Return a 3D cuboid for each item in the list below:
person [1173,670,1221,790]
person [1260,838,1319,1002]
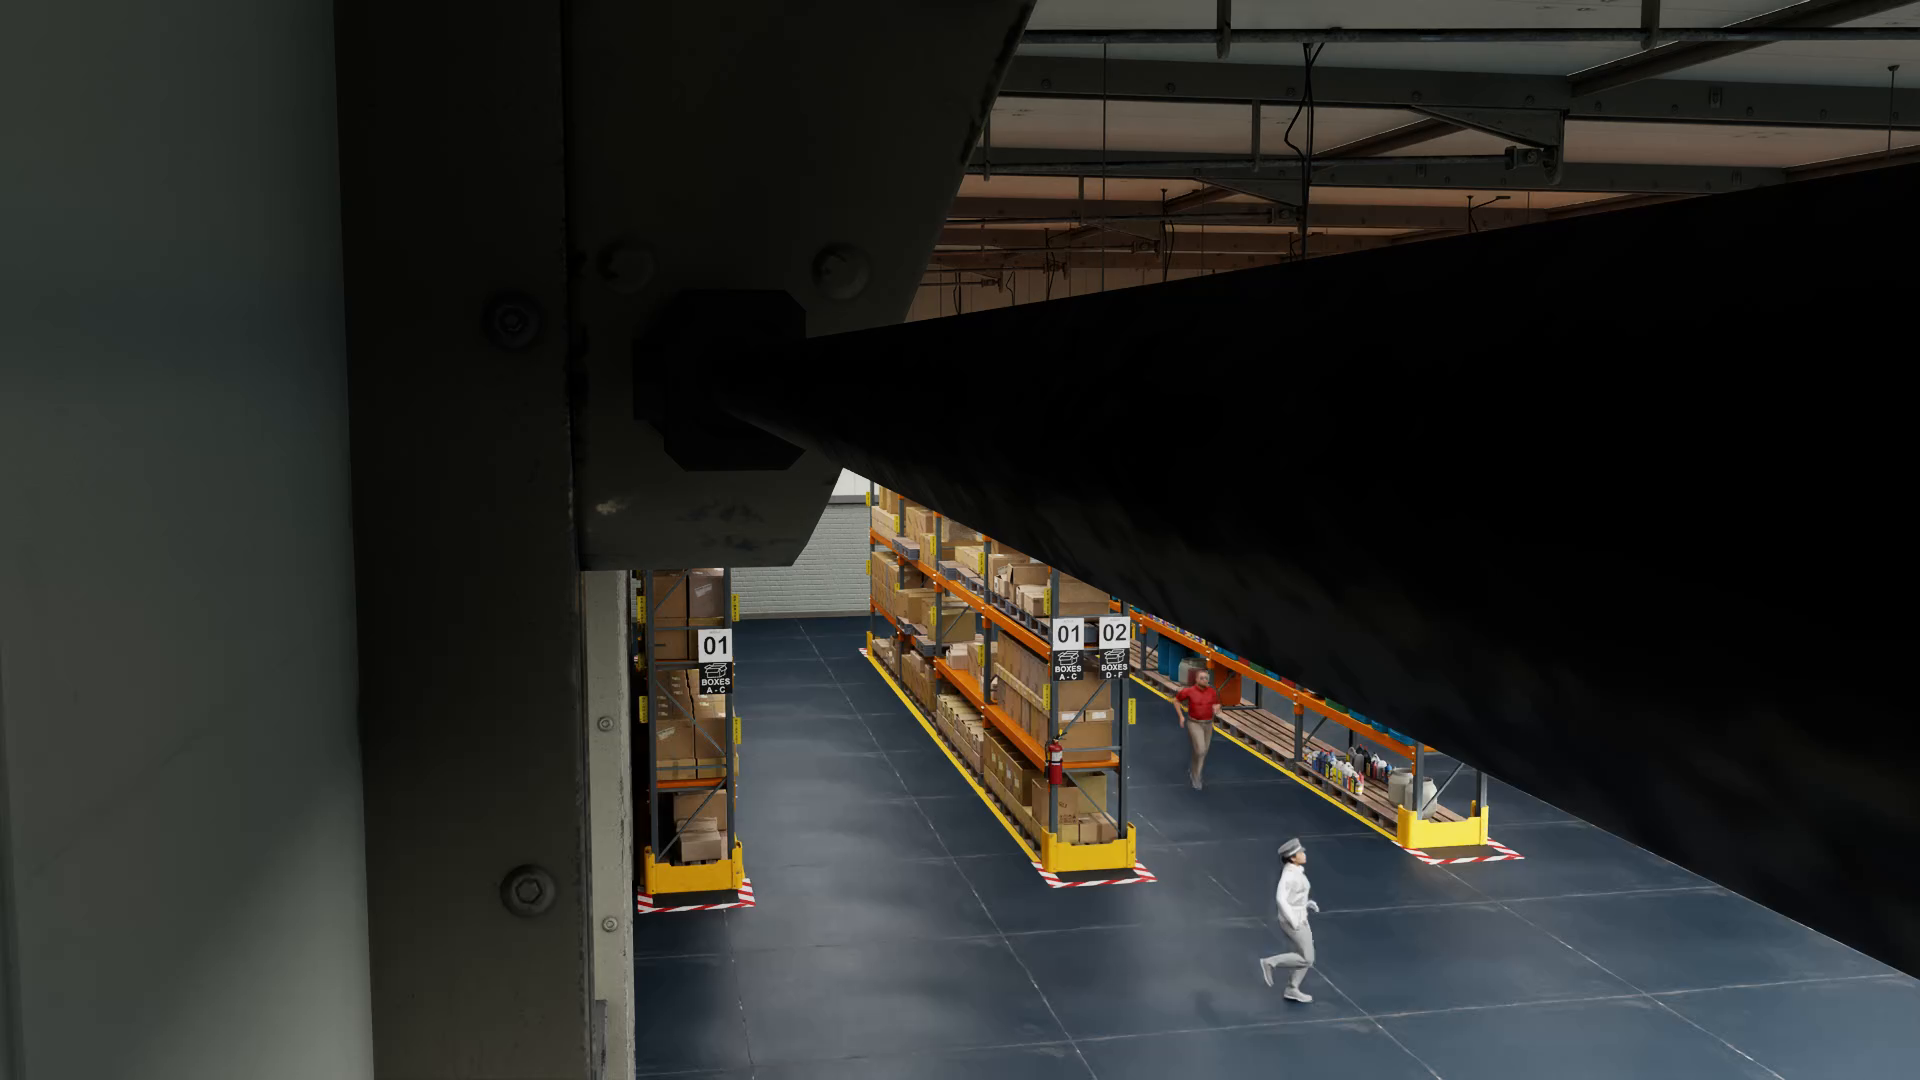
[{"bbox_3d":[3.630,2.853,25.130,0.636,1.773,0.758,-3,7,-24],"label":"person"},{"bbox_3d":[3.295,3.790,16.613,0.550,1.659,0.658,2,6,17],"label":"person"}]
